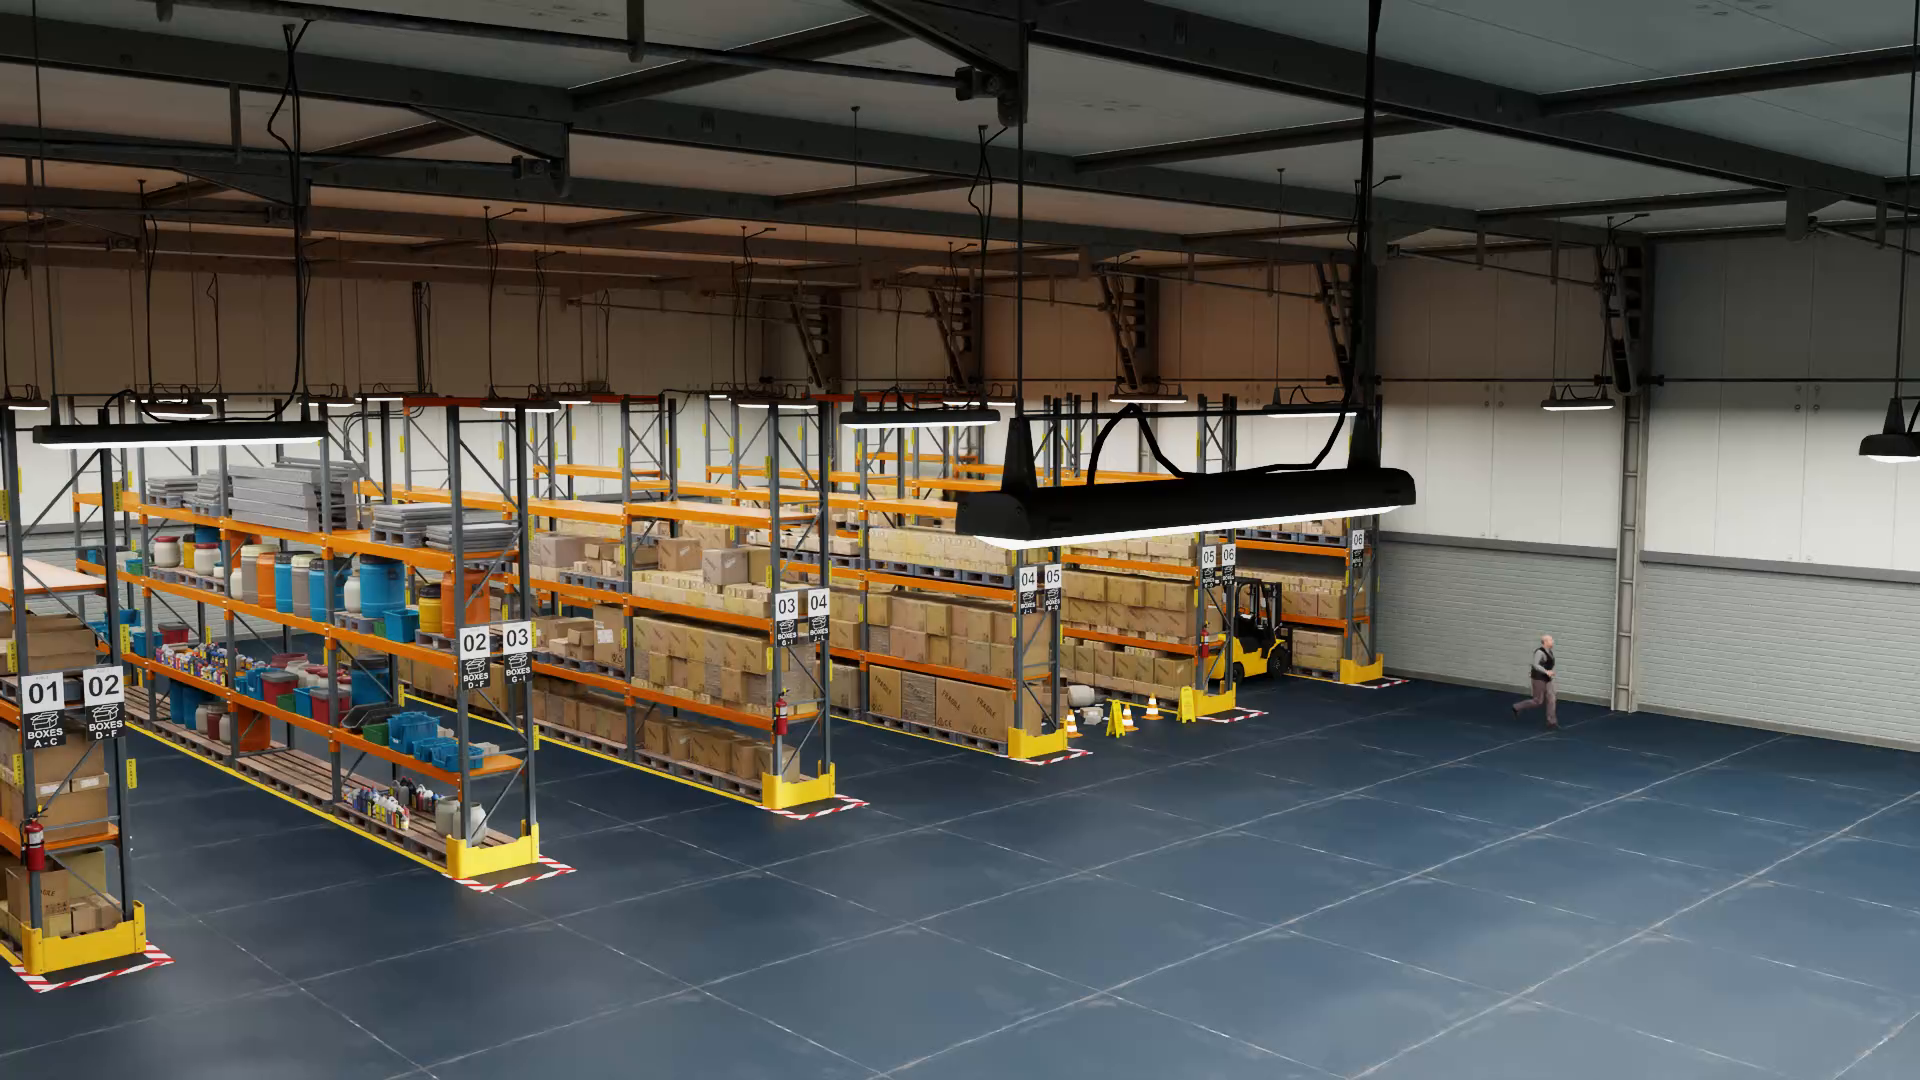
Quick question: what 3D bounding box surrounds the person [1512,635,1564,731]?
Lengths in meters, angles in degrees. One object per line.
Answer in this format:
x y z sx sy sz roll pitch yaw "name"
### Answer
10.537 2.566 30.220 0.964 1.716 0.682 4 7 38 "person"
